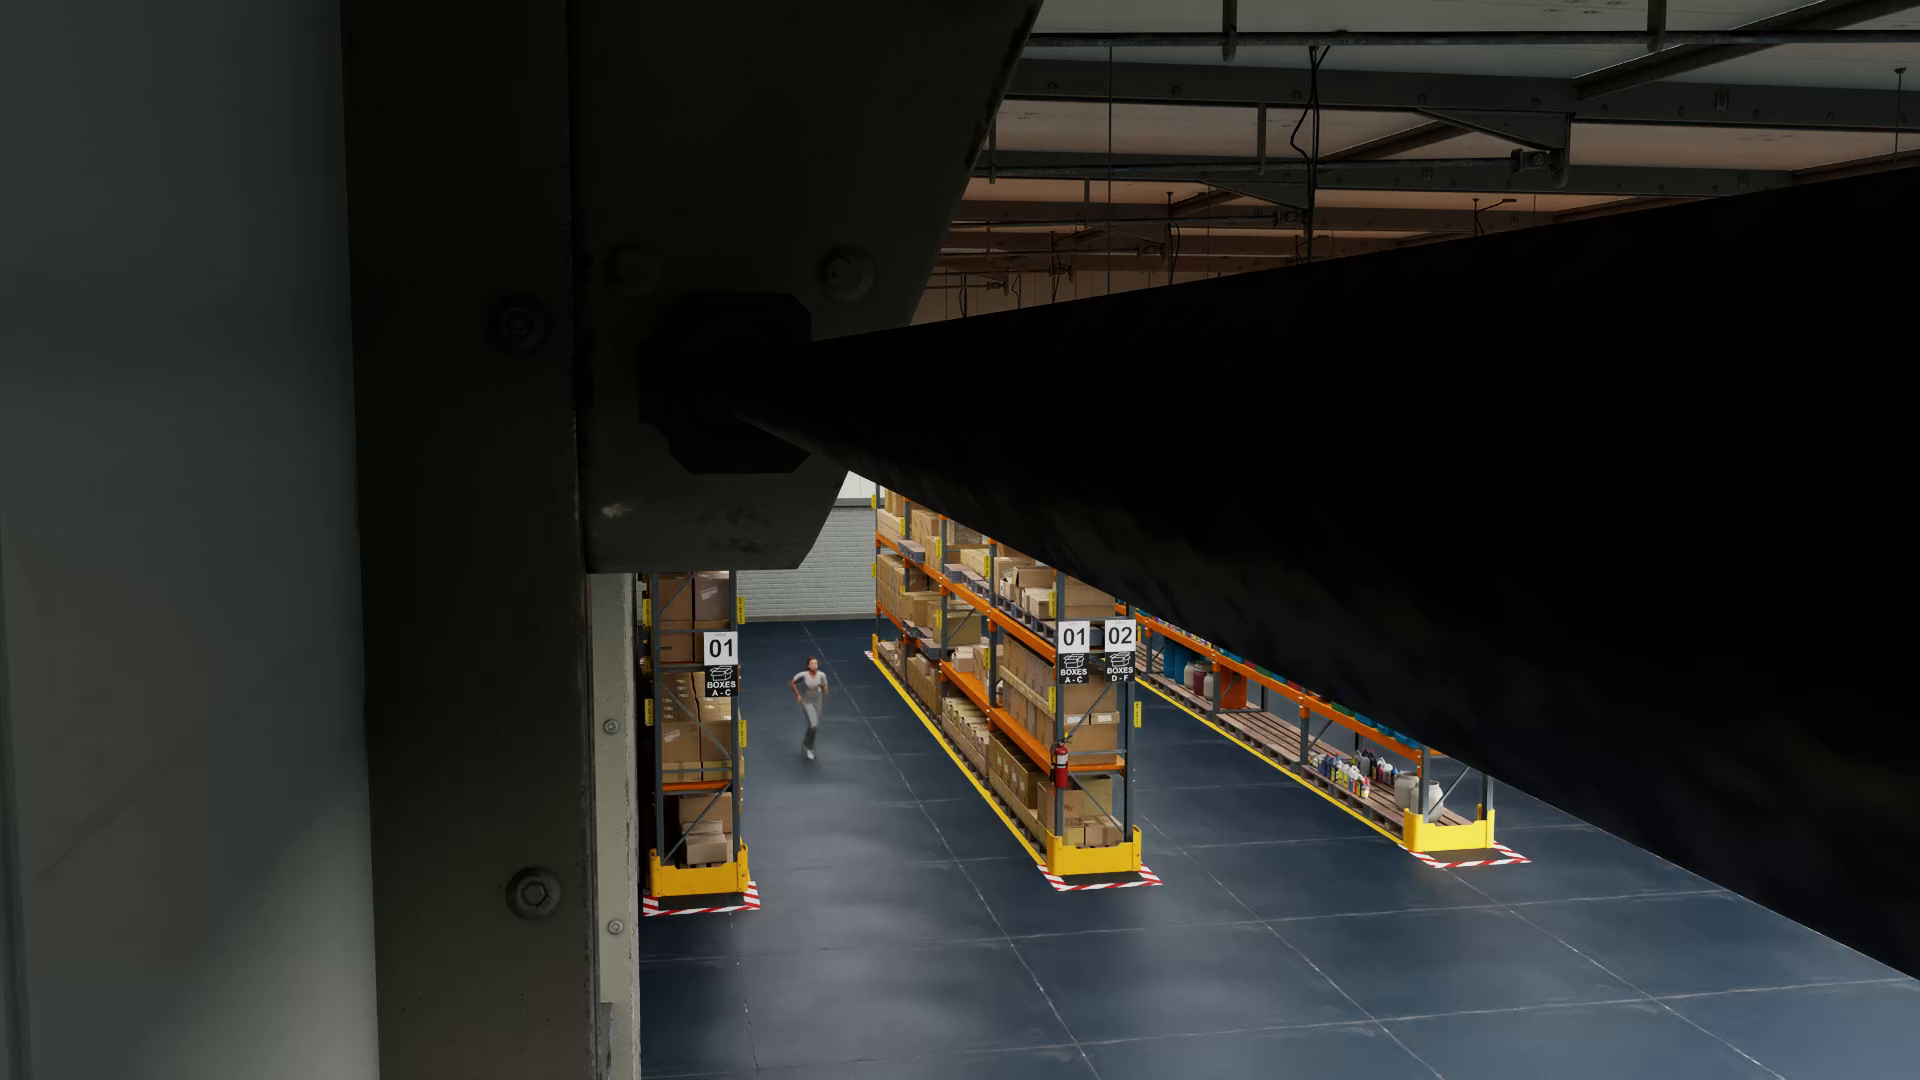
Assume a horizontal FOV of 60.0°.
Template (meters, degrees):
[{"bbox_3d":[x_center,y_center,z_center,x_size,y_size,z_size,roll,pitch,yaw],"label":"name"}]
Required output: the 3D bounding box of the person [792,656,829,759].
[{"bbox_3d":[-2.421,2.731,27.169,0.565,1.695,0.765,-3,7,-26],"label":"person"}]
